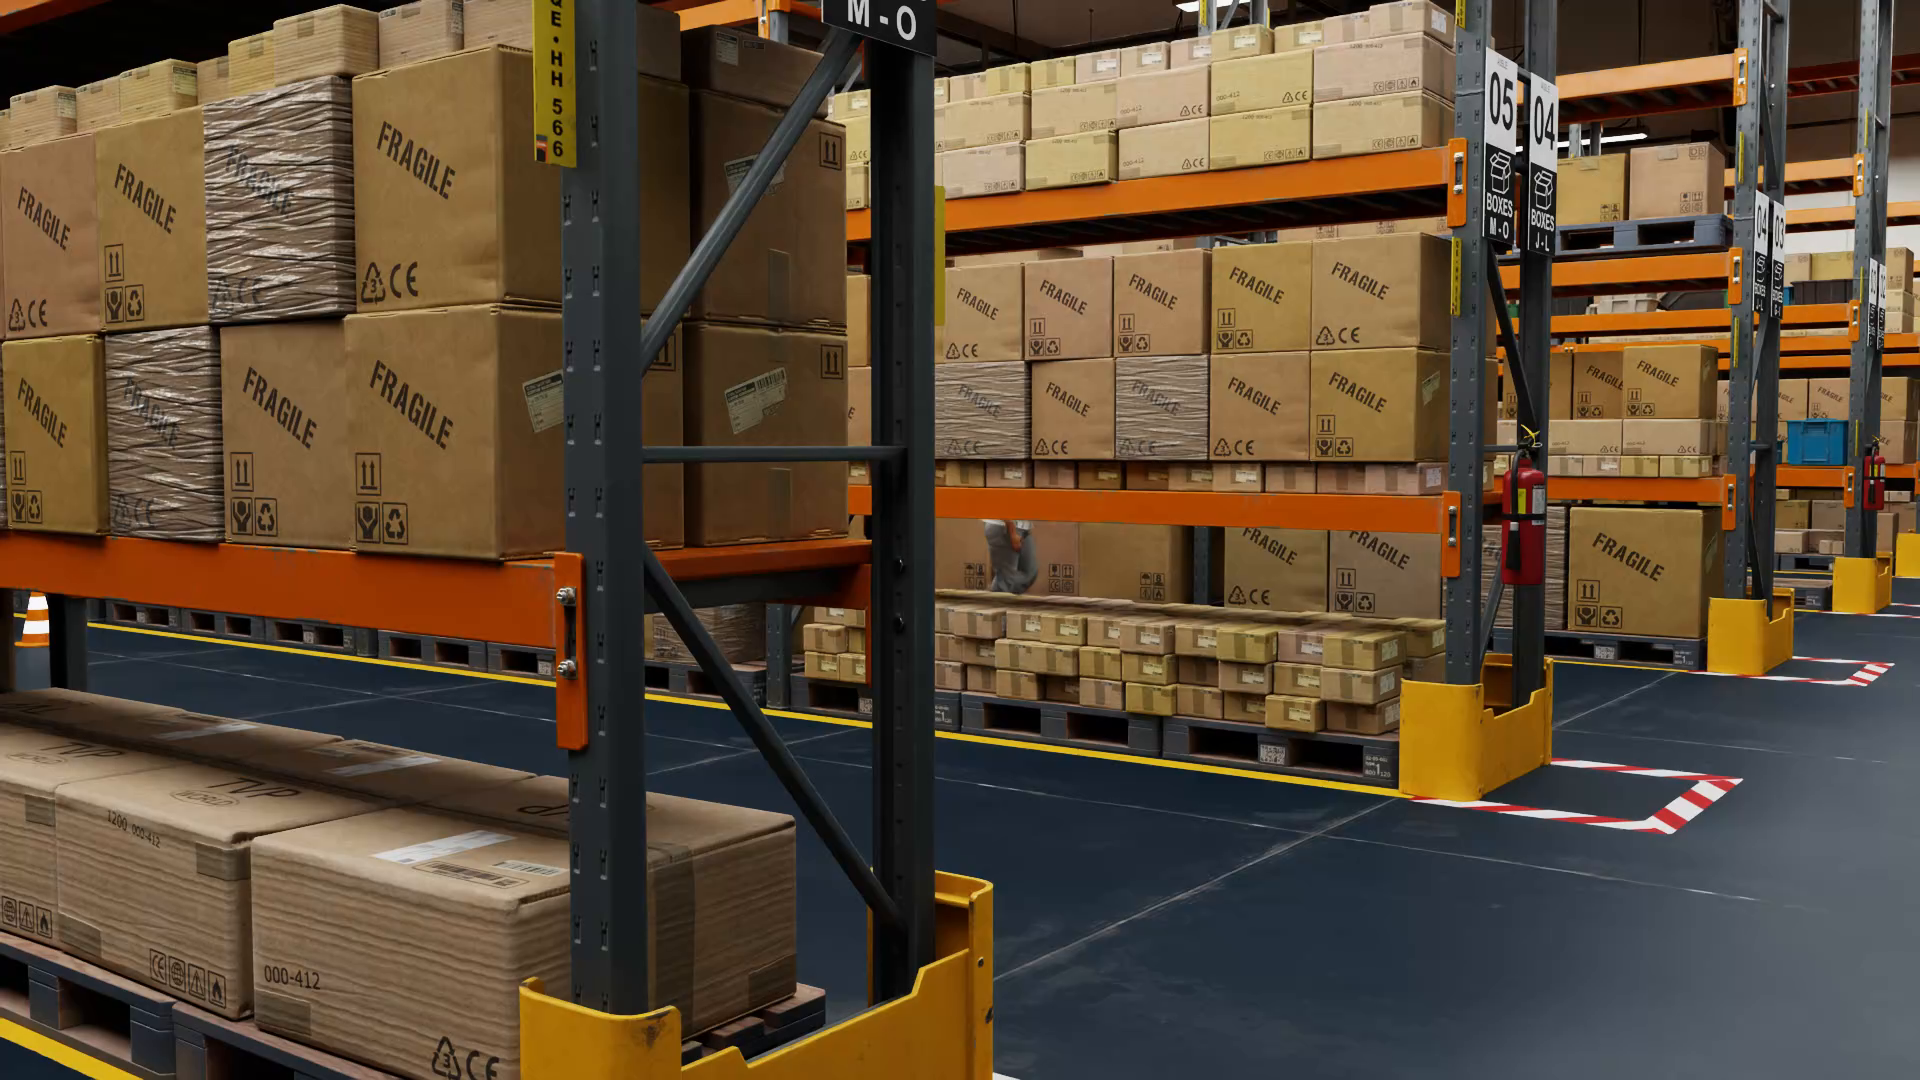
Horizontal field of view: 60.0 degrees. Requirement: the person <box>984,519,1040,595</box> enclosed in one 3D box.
[{"bbox_3d":[0.383,-0.070,13.021,0.493,1.654,0.535,1,4,20],"label":"person"}]
